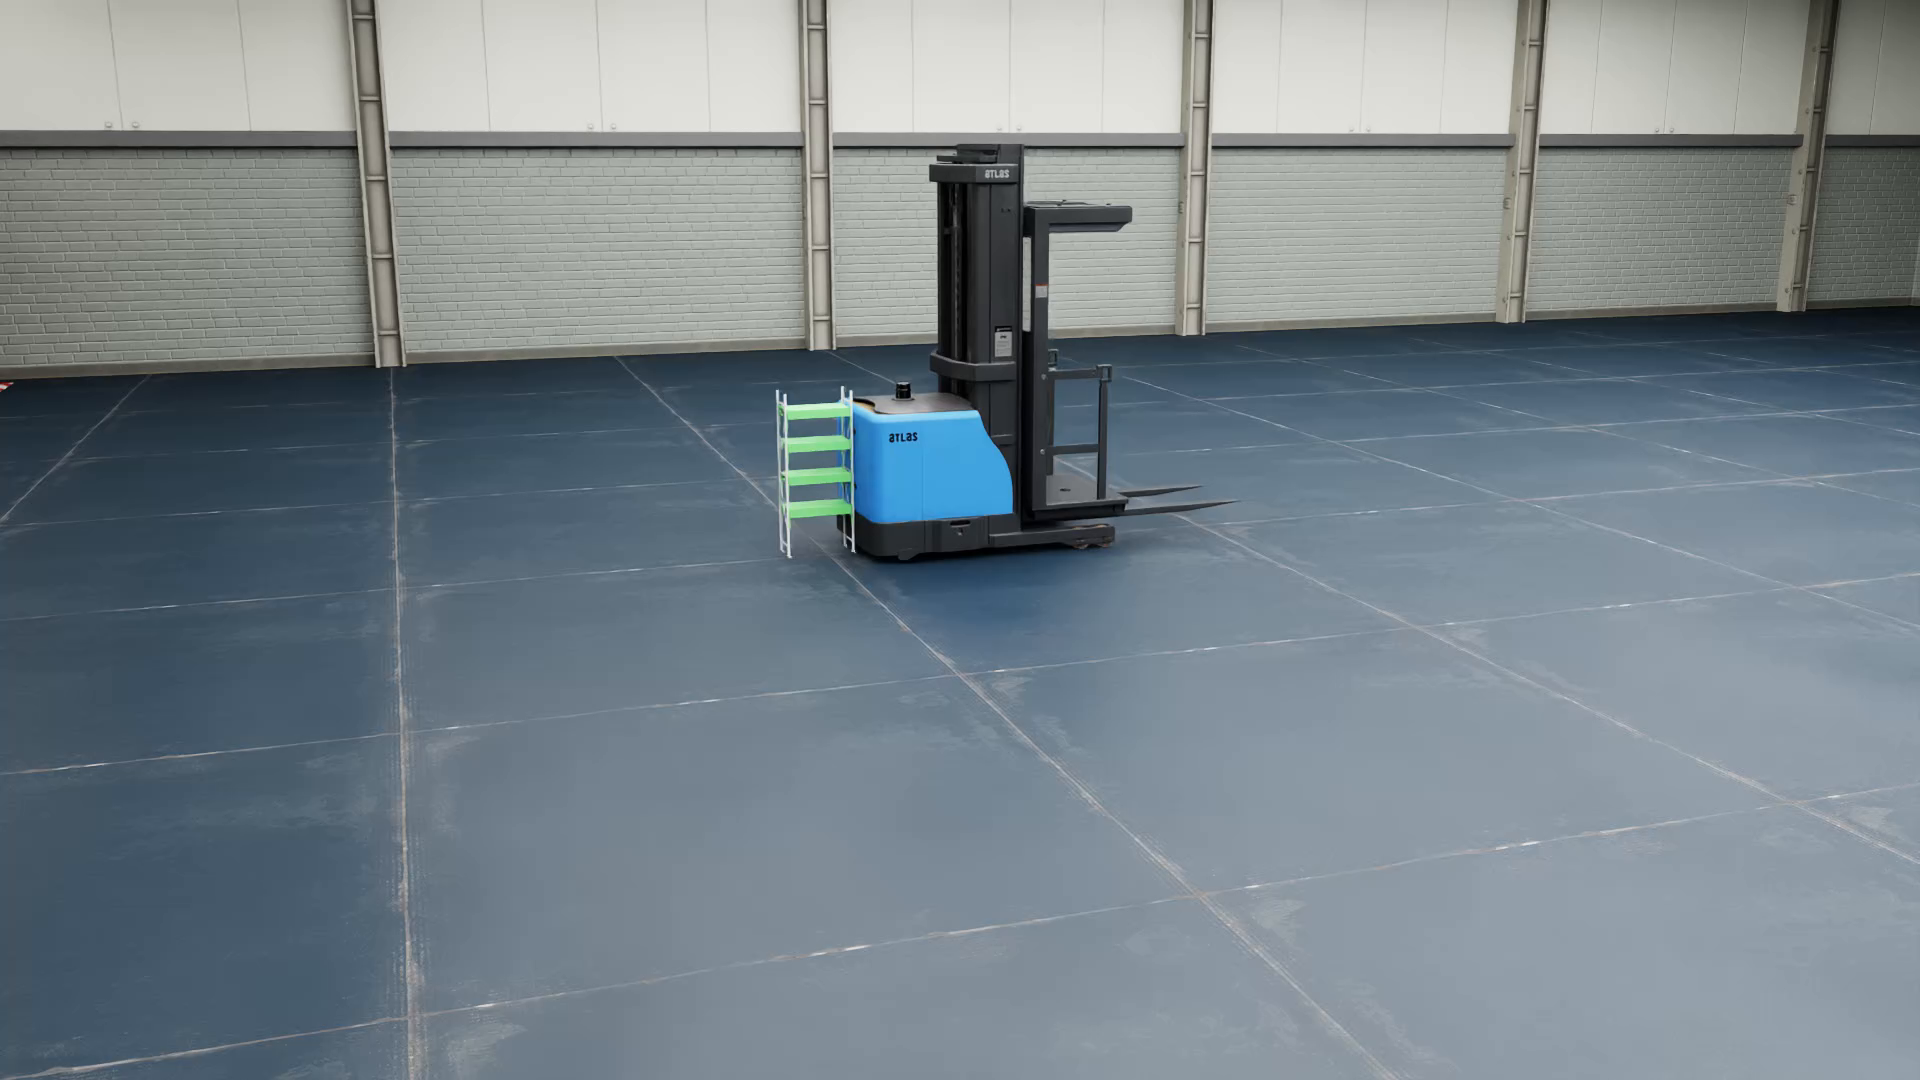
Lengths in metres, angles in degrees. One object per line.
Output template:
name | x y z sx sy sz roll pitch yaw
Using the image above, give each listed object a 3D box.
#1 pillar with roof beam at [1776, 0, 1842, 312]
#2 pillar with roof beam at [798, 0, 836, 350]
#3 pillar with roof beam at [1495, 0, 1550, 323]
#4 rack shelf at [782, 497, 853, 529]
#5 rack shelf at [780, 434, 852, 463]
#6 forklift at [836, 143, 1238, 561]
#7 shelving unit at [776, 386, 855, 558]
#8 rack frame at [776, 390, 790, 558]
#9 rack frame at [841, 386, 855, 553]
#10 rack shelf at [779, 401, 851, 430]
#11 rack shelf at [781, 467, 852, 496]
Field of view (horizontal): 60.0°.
pillar with roof beam | 16.383 -7.577 25.052 0.400 9.000 9.100 -4 14 -18
pillar with roof beam | -0.677 -6.249 19.467 0.400 9.000 9.100 -4 14 -18
pillar with roof beam | 10.697 -7.135 23.191 0.400 9.000 9.100 -4 14 -18
rack shelf | -1.053 -0.200 12.206 0.480 0.148 0.258 -5 14 -19
rack shelf | -1.053 -0.667 12.095 0.480 0.148 0.258 -5 14 -19
forklift | 0.633 -1.467 12.475 3.031 2.935 1.130 -5 14 -19
shelving unit | -1.053 -0.496 12.136 0.503 1.200 0.258 -5 14 -19
rack frame | -1.282 -0.477 12.054 0.015 1.200 0.240 -5 14 -19
rack frame | -0.824 -0.515 12.217 0.015 1.200 0.240 -5 14 -19
rack shelf | -1.053 -0.901 12.039 0.480 0.148 0.258 -5 14 -19
rack shelf | -1.053 -0.434 12.151 0.480 0.148 0.258 -5 14 -19
